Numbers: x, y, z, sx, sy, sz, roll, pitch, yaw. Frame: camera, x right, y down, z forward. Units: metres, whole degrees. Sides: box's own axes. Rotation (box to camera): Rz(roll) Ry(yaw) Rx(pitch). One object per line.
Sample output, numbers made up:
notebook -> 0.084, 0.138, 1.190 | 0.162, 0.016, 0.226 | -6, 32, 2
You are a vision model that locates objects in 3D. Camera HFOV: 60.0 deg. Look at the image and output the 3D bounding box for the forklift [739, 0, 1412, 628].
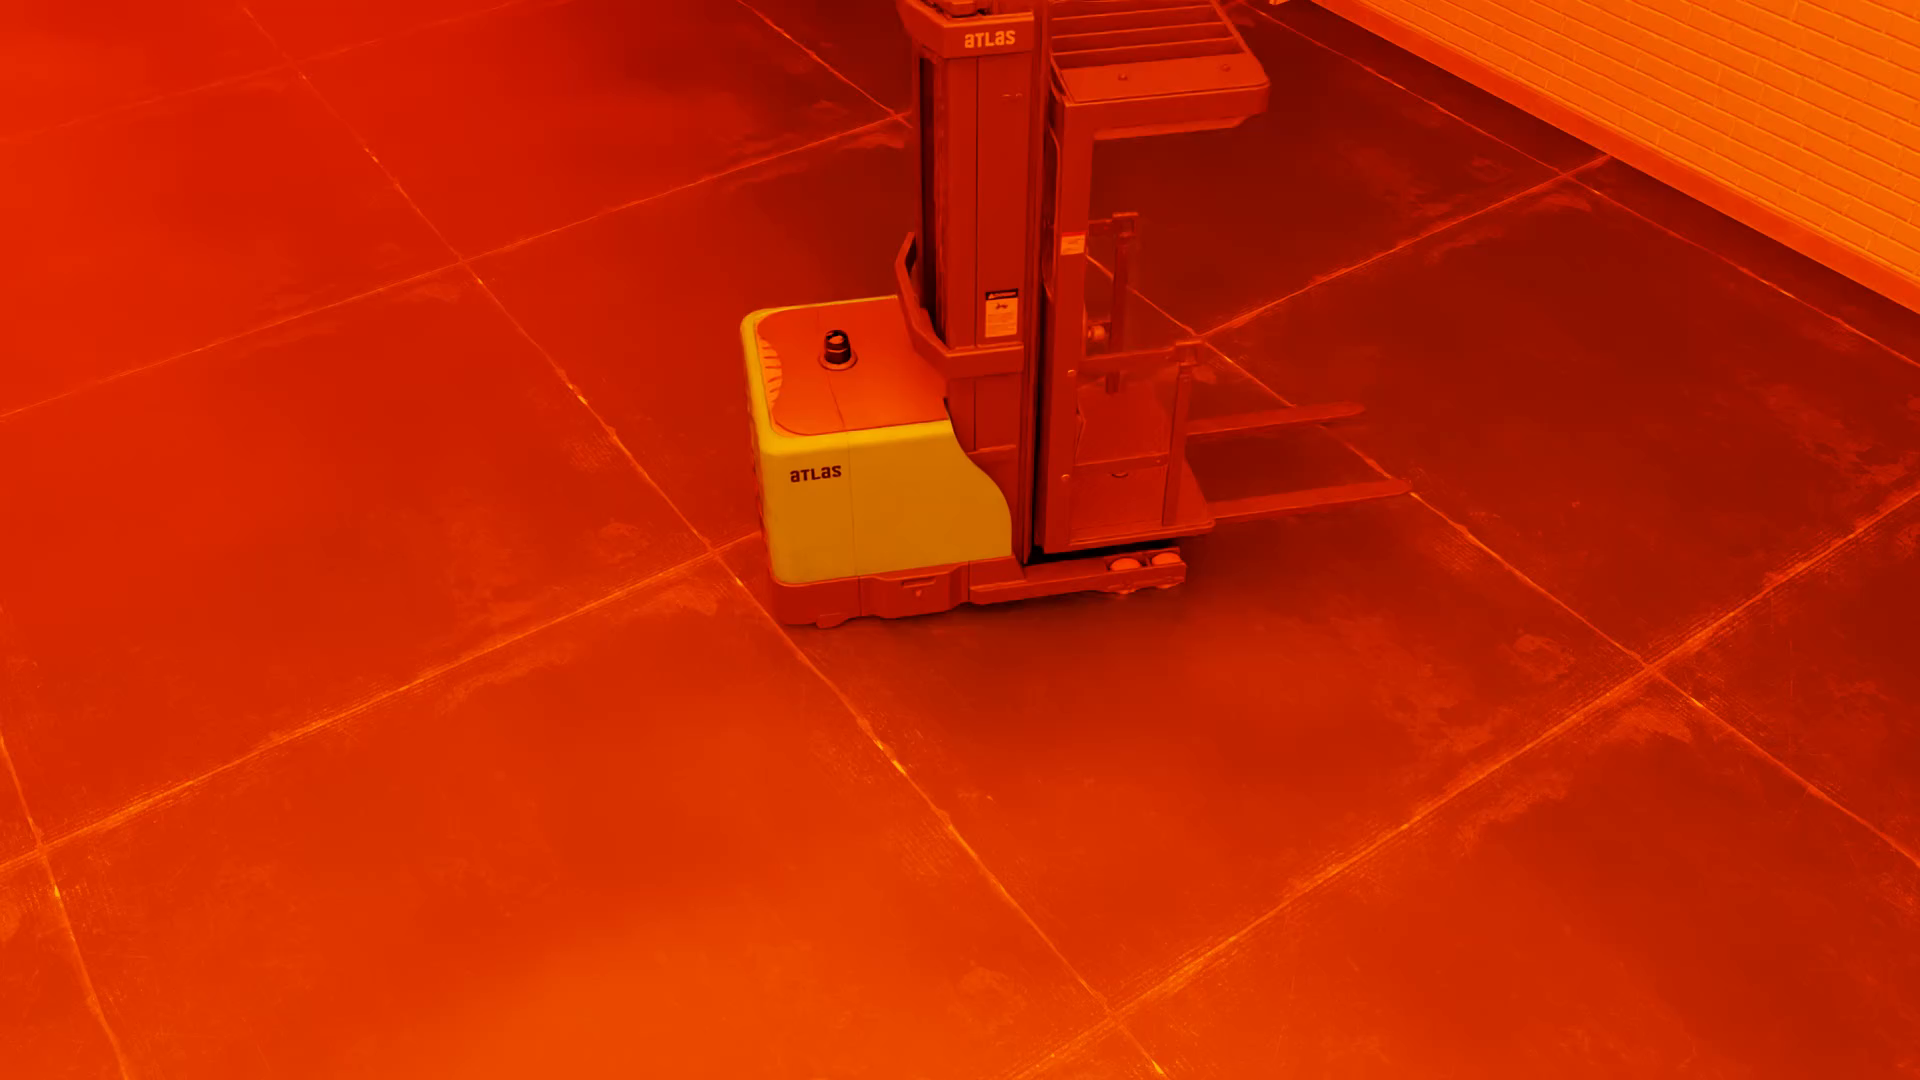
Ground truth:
forklift -> 0.575, -1.178, 6.994 | 3.031, 2.935, 1.130 | -7, 43, -8
